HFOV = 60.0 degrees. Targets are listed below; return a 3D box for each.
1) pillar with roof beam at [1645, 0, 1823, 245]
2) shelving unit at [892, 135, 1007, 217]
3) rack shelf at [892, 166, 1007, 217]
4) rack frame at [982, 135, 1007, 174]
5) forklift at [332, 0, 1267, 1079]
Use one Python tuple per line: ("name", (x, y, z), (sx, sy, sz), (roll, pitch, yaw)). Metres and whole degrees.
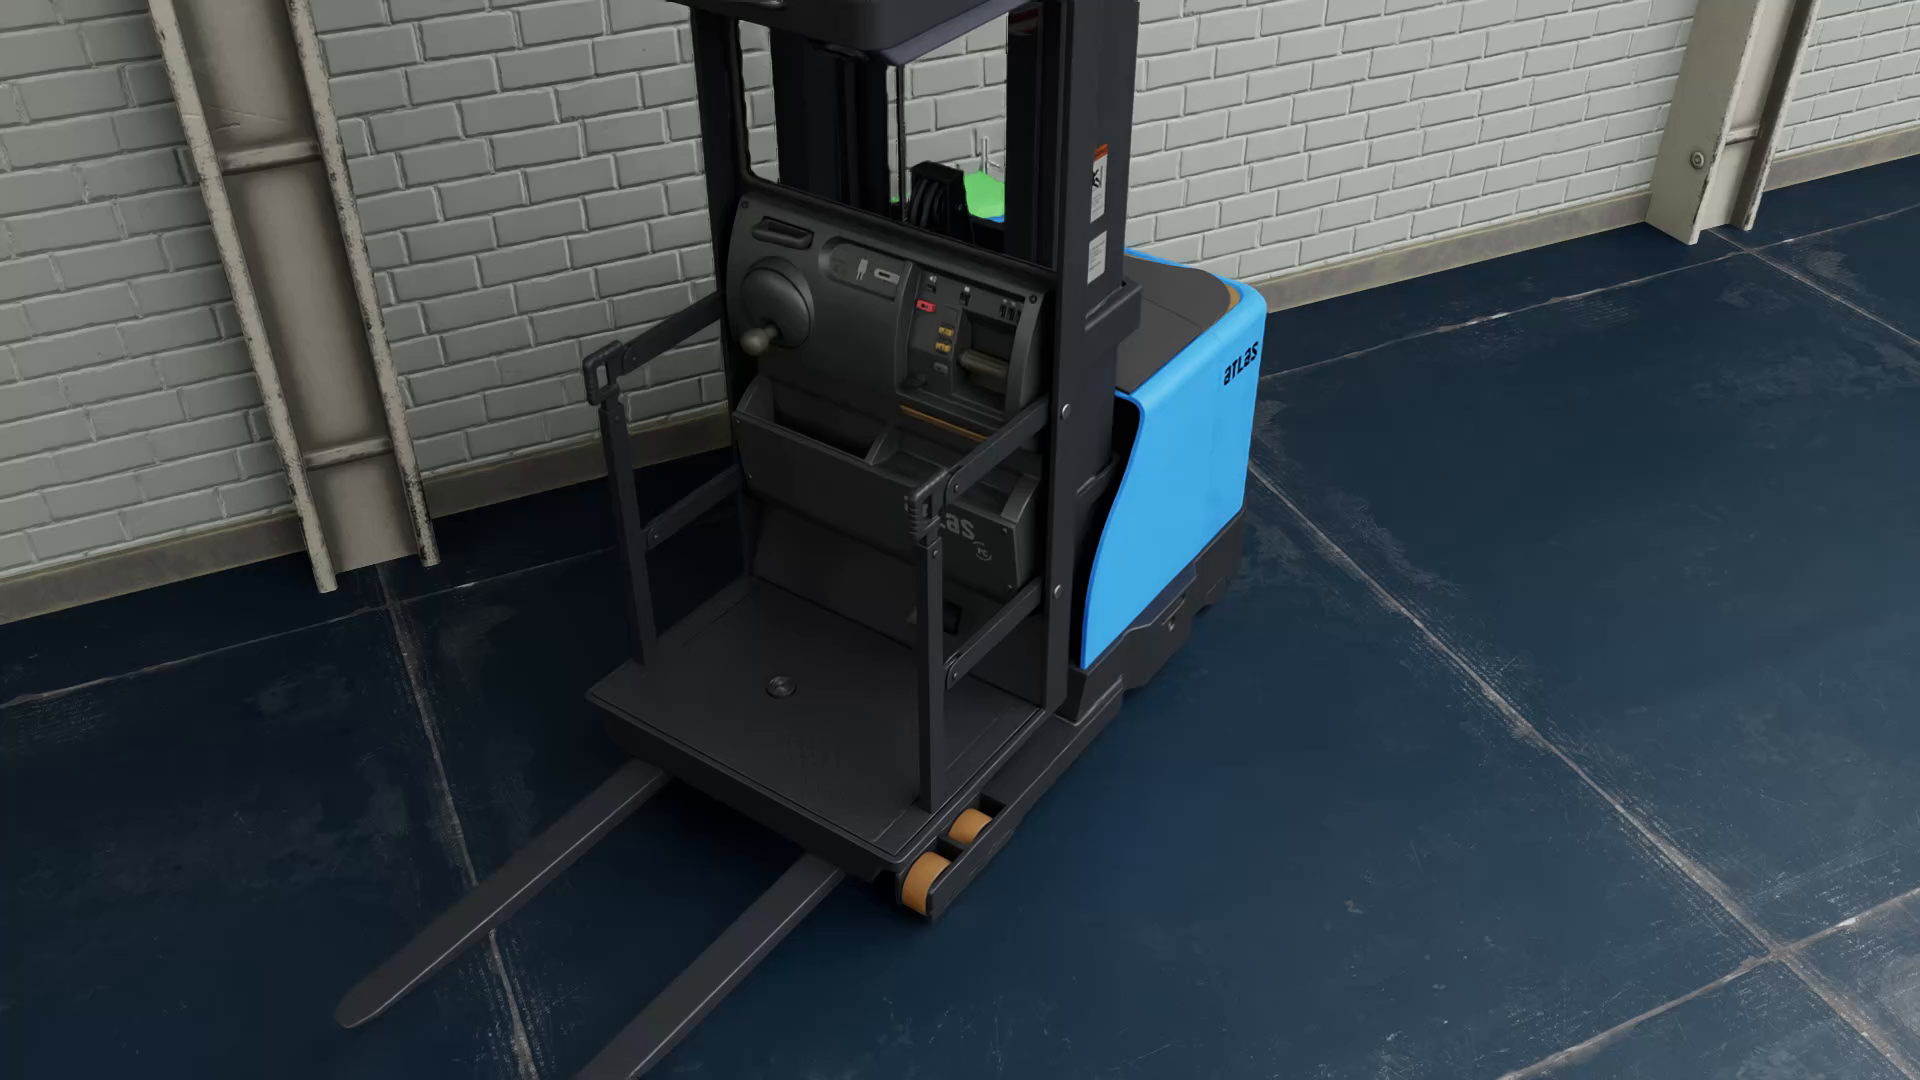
("pillar with roof beam", (5.253, -2.767, 1.926), (0.400, 9.000, 9.100), (-16, 39, -20))
("shelving unit", (-0.040, -0.728, 5.724), (0.503, 1.200, 0.258), (-25, 43, -29))
("rack shelf", (-0.040, -1.062, 5.476), (0.480, 0.148, 0.258), (-25, 43, -29))
("rack frame", (0.152, -0.817, 5.844), (0.015, 1.200, 0.240), (-25, 43, -29))
("forklift", (-0.324, -0.511, 3.978), (1.130, 2.935, 3.031), (23, 42, 27))
